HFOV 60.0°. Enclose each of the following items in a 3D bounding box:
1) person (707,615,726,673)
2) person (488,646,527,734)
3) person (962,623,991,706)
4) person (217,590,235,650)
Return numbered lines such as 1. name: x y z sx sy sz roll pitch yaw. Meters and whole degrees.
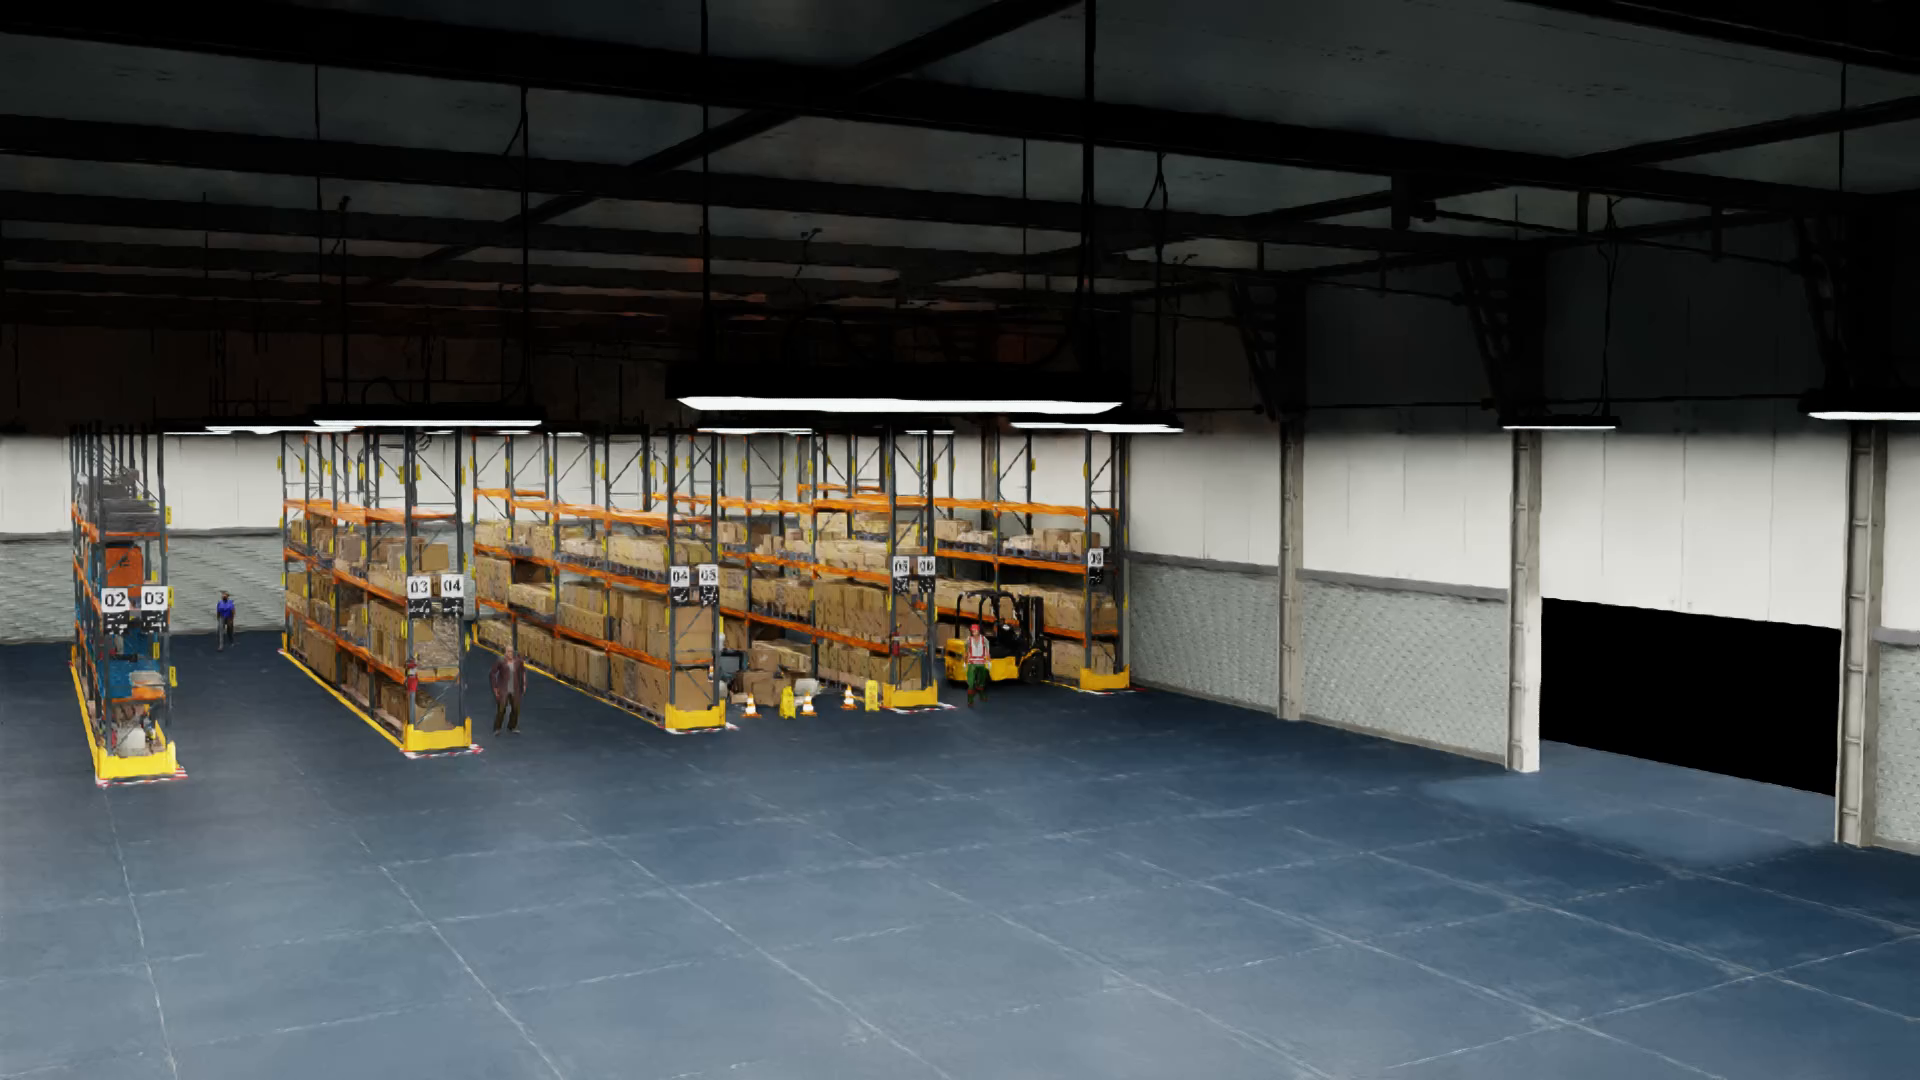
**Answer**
1. person: -5.886 2.413 39.969 0.556 1.659 0.597 0 4 -2
2. person: -8.717 2.881 32.042 0.729 1.732 0.541 -2 4 -32
3. person: 0.369 2.652 35.658 0.614 1.761 0.941 0 4 -6
4. person: -19.758 2.155 44.780 0.443 1.572 1.000 -1 4 -21
